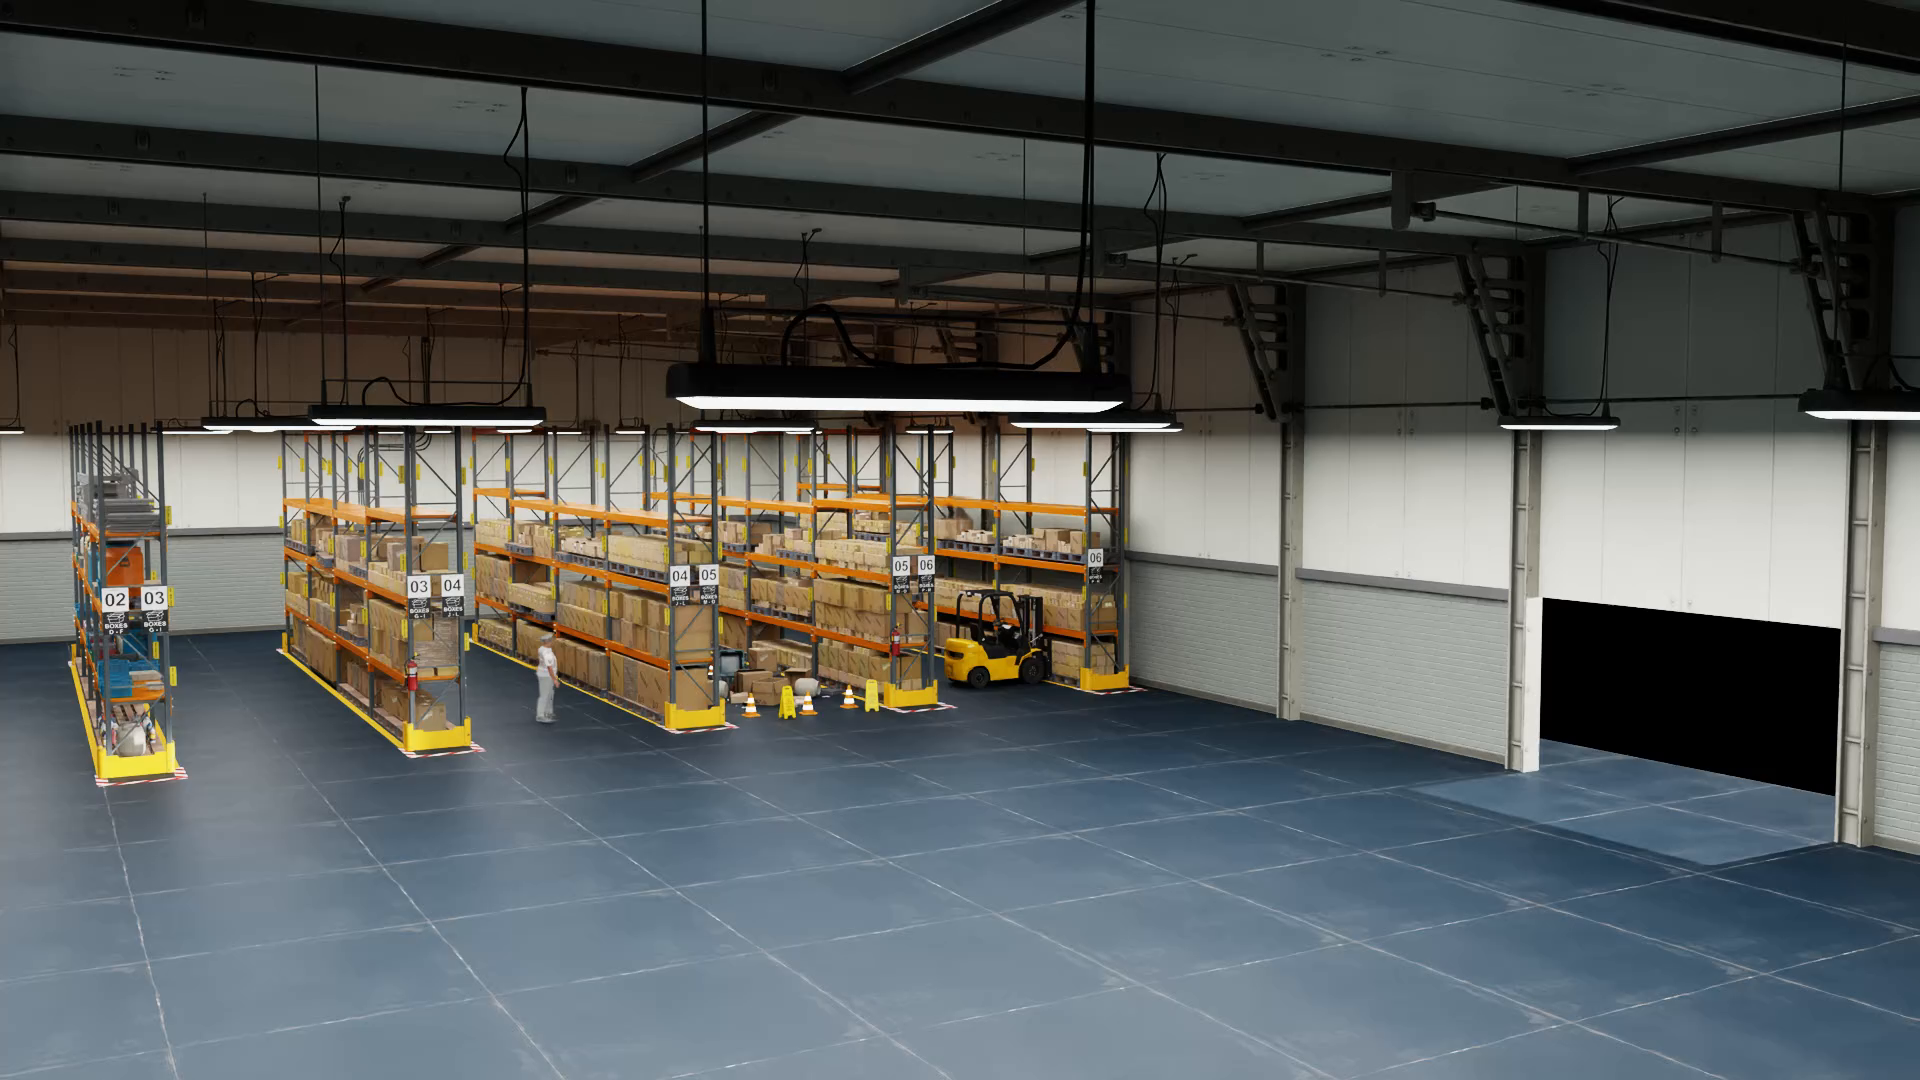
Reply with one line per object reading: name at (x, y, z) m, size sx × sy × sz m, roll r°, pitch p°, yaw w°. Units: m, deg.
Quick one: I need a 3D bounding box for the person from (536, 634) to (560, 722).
person at (-8.336, 2.789, 33.584) m, size 0.506 × 1.813 × 0.680 m, roll -1°, pitch 4°, yaw -18°
